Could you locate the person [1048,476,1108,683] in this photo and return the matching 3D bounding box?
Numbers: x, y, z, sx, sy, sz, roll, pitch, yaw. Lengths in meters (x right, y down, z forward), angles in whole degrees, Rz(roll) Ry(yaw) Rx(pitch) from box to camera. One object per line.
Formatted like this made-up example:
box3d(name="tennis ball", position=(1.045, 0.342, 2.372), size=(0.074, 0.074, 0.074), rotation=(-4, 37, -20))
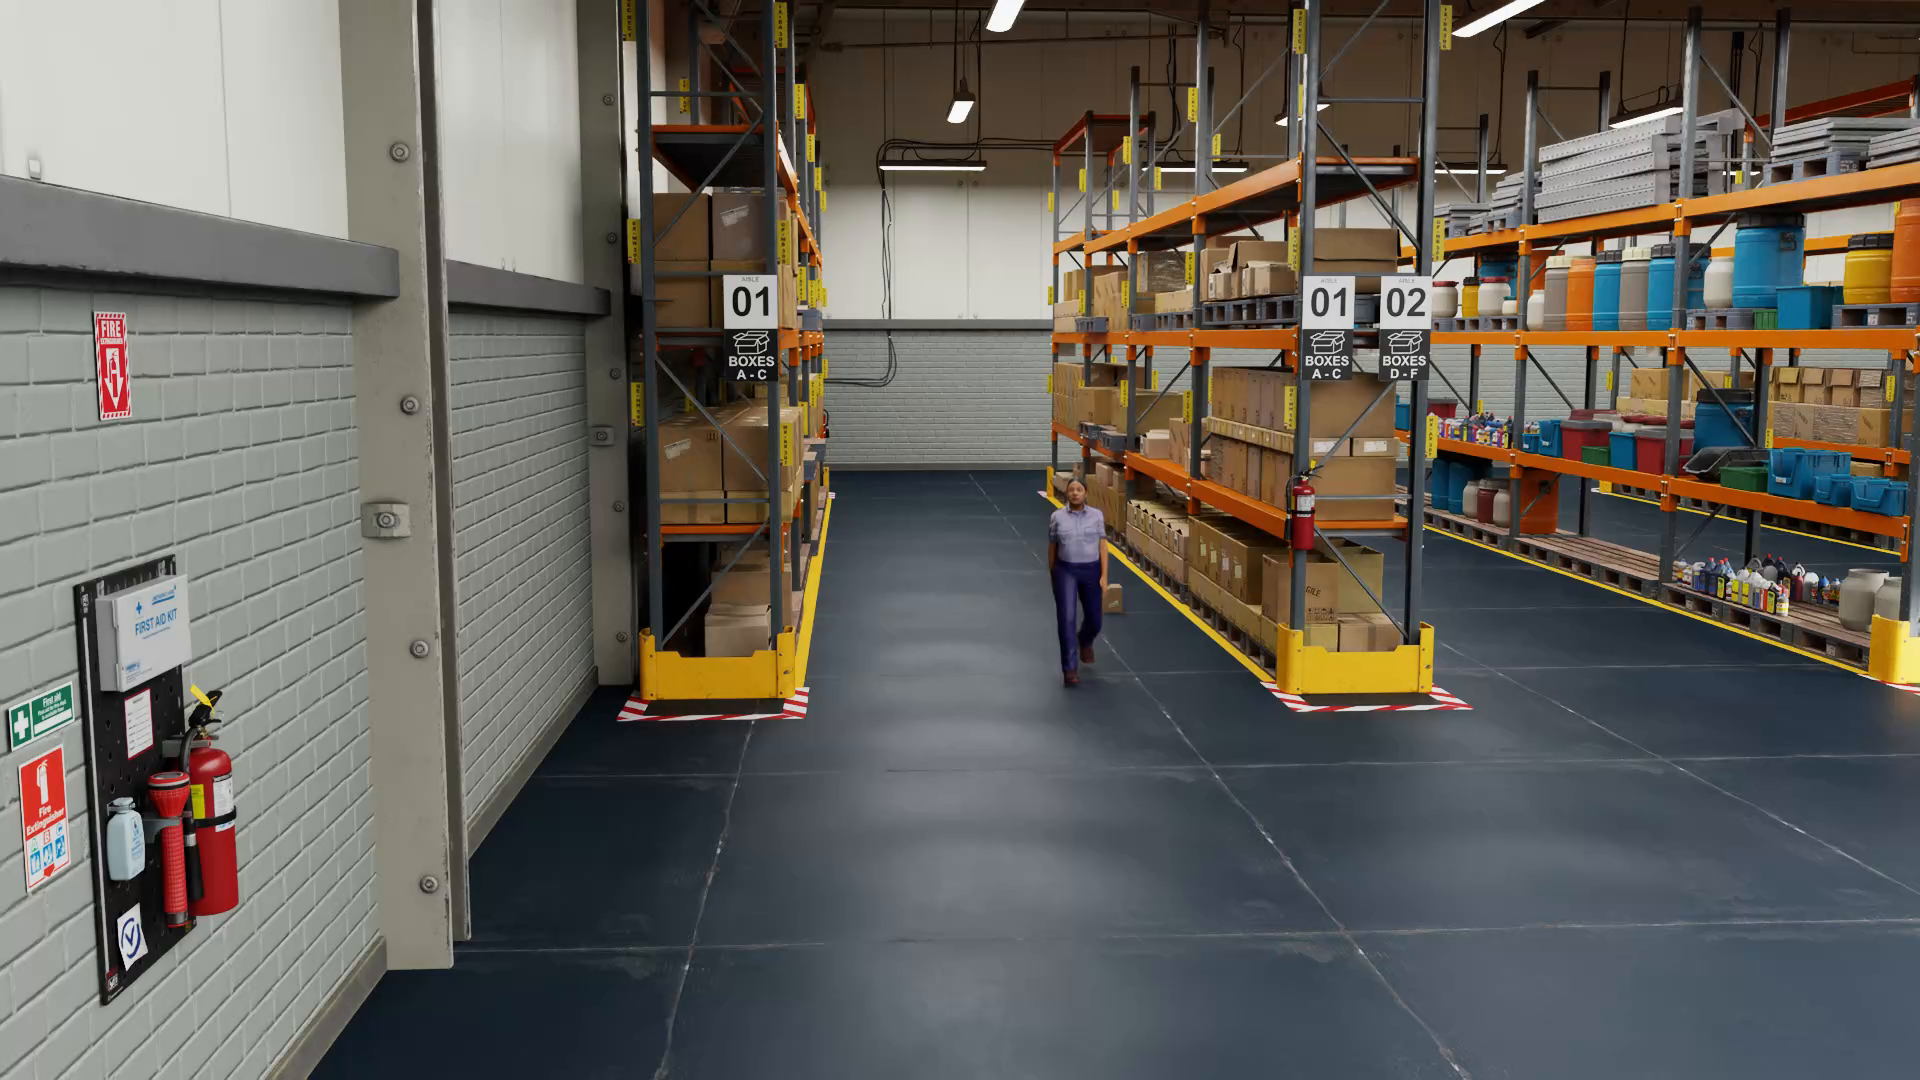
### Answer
box3d(name="person", position=(0.947, 0.296, 13.381), size=(0.470, 1.587, 0.904), rotation=(0, 7, -3))
